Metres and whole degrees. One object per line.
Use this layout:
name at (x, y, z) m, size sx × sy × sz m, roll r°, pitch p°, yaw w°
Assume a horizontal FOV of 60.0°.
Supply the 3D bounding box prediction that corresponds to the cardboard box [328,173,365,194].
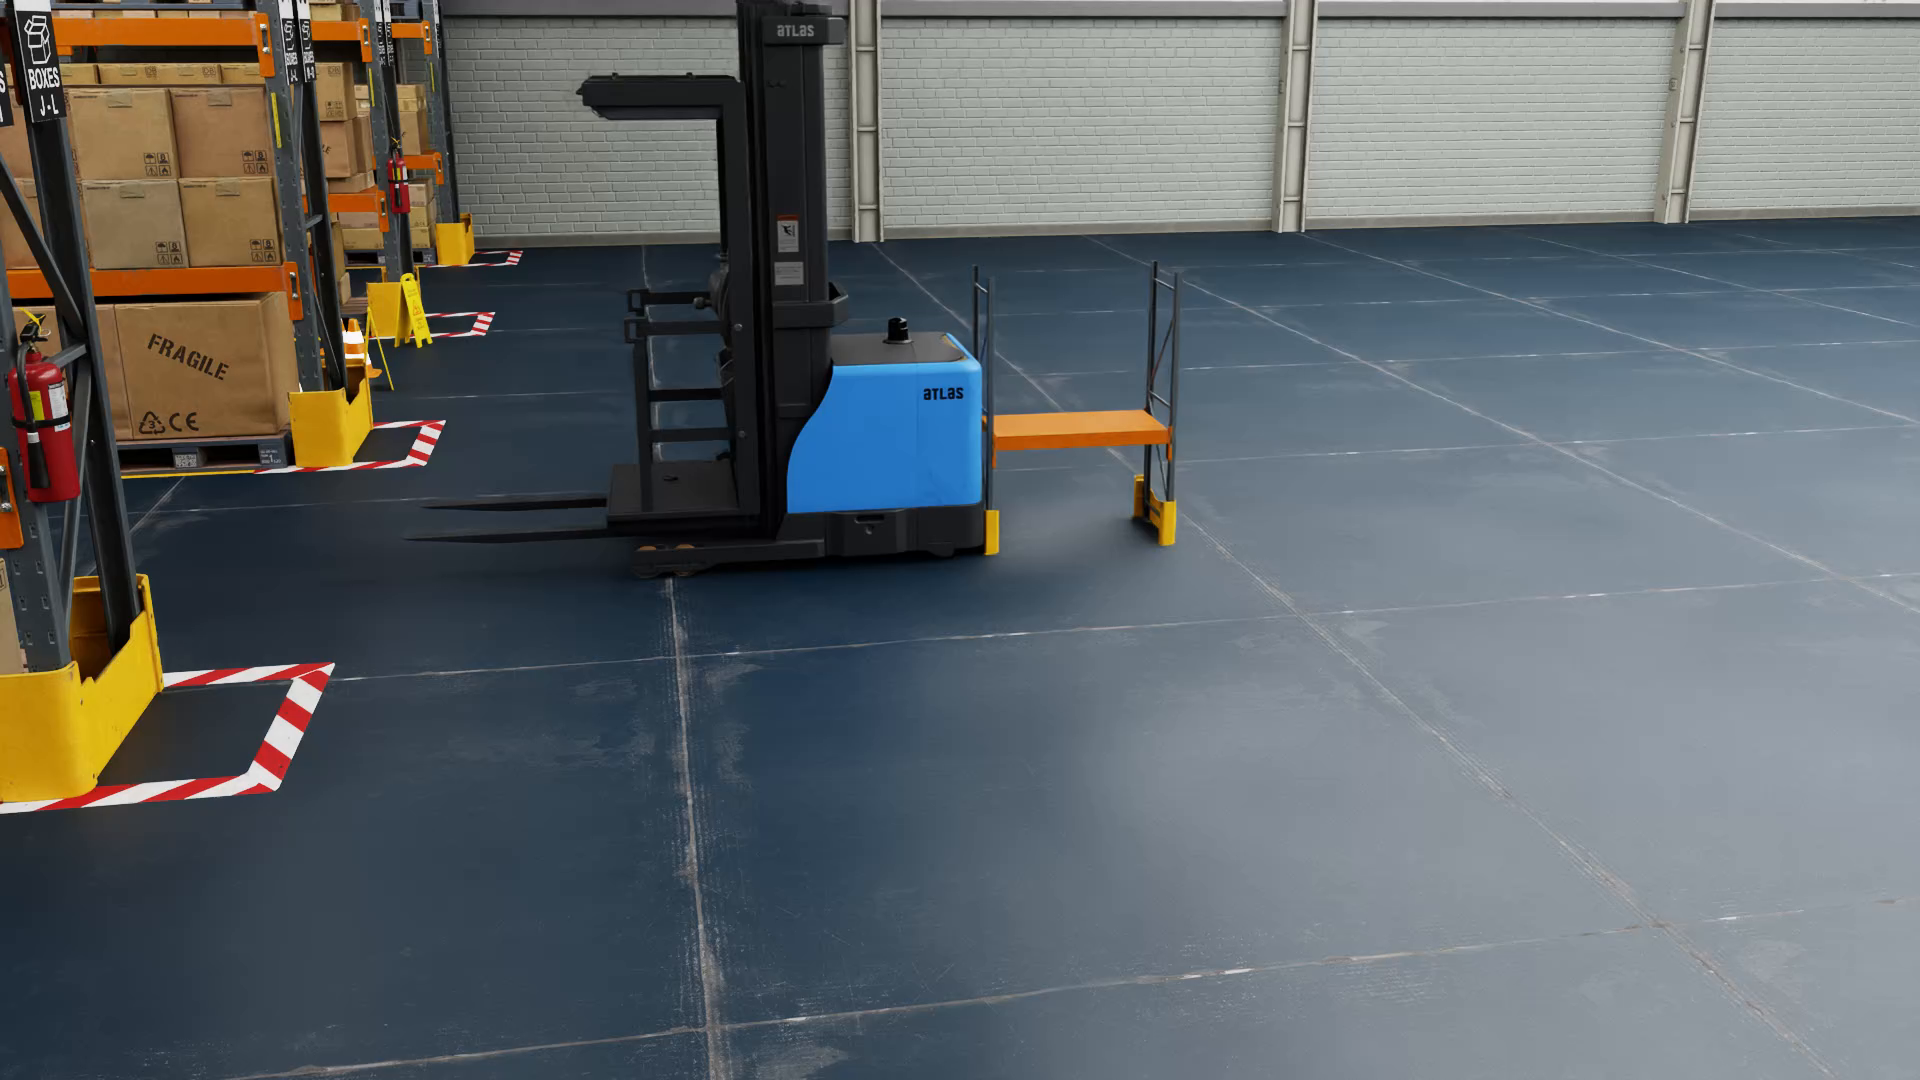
cardboard box at (-5.664, -3.294, 15.355) m, size 0.250 × 0.149 × 0.380 m, roll -3°, pitch 17°, yaw -9°

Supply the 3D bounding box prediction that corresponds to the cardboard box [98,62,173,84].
cardboard box at (-7.293, -4.001, 14.850) m, size 0.500 × 0.500 × 0.700 m, roll -3°, pitch 17°, yaw -11°

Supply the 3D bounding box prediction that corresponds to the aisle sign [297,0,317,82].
aisle sign at (-4.286, -3.408, 10.872) m, size 0.004 × 0.787 × 0.394 m, roll -3°, pitch 17°, yaw -10°

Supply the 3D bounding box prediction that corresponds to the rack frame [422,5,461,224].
rack frame at (-6.283, -4.927, 20.245) m, size 0.127 × 3.000 × 1.000 m, roll -3°, pitch 17°, yaw -10°

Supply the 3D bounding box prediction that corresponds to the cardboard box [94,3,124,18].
cardboard box at (-7.395, -4.620, 14.564) m, size 0.250 × 0.149 × 0.380 m, roll -3°, pitch 17°, yaw -10°

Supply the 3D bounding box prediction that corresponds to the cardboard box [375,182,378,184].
cardboard box at (-7.176, -4.146, 19.966) m, size 0.500 × 0.250 × 0.500 m, roll -3°, pitch 17°, yaw -9°

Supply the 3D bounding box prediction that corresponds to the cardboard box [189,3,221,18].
cardboard box at (-6.637, -4.659, 14.691) m, size 0.250 × 0.149 × 0.380 m, roll -3°, pitch 17°, yaw -11°

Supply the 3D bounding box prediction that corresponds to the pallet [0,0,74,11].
pallet at (-6.226, -3.353, 10.163) m, size 1.213 × 0.211 × 1.003 m, roll -3°, pitch 17°, yaw -10°

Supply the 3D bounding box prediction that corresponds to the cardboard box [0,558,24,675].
cardboard box at (-4.074, 0.384, 6.493) m, size 0.500 × 0.500 × 0.500 m, roll 0°, pitch 17°, yaw 0°

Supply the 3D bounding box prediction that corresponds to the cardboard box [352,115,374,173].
cardboard box at (-5.855, -3.740, 15.703) m, size 0.500 × 0.500 × 0.500 m, roll -4°, pitch 17°, yaw -11°

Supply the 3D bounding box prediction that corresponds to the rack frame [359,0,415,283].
rack frame at (-5.337, -3.497, 15.587) m, size 0.127 × 3.000 × 1.000 m, roll -3°, pitch 17°, yaw -10°

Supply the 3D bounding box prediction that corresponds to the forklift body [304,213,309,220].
forklift body at (-7.798, -3.890, 18.313) m, size 1.214 × 2.155 × 2.313 m, roll -3°, pitch 17°, yaw -10°

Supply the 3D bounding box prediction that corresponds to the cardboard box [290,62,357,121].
cardboard box at (-5.798, -4.073, 15.084) m, size 0.500 × 0.500 × 0.700 m, roll -4°, pitch 17°, yaw -12°

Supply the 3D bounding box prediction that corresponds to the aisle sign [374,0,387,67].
aisle sign at (-5.222, -4.659, 14.944) m, size 0.004 × 0.787 × 0.394 m, roll -3°, pitch 17°, yaw -10°

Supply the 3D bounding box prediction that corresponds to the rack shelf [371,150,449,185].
rack shelf at (-8.246, -4.472, 19.988) m, size 4.000 × 0.370 × 1.077 m, roll -3°, pitch 17°, yaw -10°

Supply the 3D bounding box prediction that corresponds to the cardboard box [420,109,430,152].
cardboard box at (-6.822, -5.027, 20.401) m, size 0.500 × 0.500 × 0.500 m, roll -3°, pitch 17°, yaw -9°

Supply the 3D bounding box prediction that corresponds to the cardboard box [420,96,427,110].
cardboard box at (-6.665, -5.341, 20.317) m, size 0.250 × 0.149 × 0.380 m, roll -4°, pitch 17°, yaw -12°

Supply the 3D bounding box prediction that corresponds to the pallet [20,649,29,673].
pallet at (-4.336, 0.733, 6.567) m, size 1.213 × 0.211 × 1.003 m, roll -3°, pitch 17°, yaw -10°

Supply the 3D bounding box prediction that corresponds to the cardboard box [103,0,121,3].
cardboard box at (-7.287, -4.808, 14.497) m, size 0.500 × 0.250 × 0.500 m, roll -3°, pitch 17°, yaw -10°

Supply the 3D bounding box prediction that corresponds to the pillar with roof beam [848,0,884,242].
pillar with roof beam at (-0.430, -7.109, 17.131) m, size 0.400 × 9.000 × 9.100 m, roll -3°, pitch 17°, yaw -10°

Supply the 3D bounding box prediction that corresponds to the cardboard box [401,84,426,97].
cardboard box at (-6.653, -5.470, 20.231) m, size 0.250 × 0.149 × 0.380 m, roll -4°, pitch 17°, yaw -12°

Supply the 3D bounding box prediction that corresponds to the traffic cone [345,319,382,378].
traffic cone at (-4.970, -1.587, 13.690) m, size 0.334 × 0.463 × 0.336 m, roll -3°, pitch 17°, yaw -10°

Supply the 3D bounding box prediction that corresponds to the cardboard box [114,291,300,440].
cardboard box at (-4.952, -1.203, 11.025) m, size 0.875 × 0.875 × 0.875 m, roll -3°, pitch 17°, yaw -10°

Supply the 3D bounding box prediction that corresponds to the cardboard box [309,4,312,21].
cardboard box at (-5.873, -4.687, 14.780) m, size 0.250 × 0.149 × 0.380 m, roll -3°, pitch 17°, yaw -10°

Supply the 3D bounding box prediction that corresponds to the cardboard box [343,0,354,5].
cardboard box at (-5.882, -5.050, 15.284) m, size 0.500 × 0.250 × 0.500 m, roll -4°, pitch 17°, yaw -11°

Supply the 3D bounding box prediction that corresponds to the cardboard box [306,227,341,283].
cardboard box at (-6.075, -2.622, 15.429) m, size 0.500 × 0.500 × 0.500 m, roll -3°, pitch 17°, yaw -10°

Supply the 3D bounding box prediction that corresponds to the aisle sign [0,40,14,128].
aisle sign at (-3.340, -1.799, 5.634) m, size 0.004 × 0.787 × 0.394 m, roll -3°, pitch 17°, yaw -10°

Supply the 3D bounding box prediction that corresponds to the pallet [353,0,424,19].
pallet at (-6.982, -6.287, 19.714) m, size 1.213 × 0.211 × 1.003 m, roll -3°, pitch 17°, yaw -10°

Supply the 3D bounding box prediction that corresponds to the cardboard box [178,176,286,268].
cardboard box at (-4.655, -2.113, 10.827) m, size 0.550 × 0.550 × 0.875 m, roll -3°, pitch 17°, yaw -10°

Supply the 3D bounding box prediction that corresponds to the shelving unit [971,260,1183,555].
shelving unit at (0.614, -0.746, 9.187) m, size 1.083 × 1.500 × 0.587 m, roll -3°, pitch 17°, yaw -10°

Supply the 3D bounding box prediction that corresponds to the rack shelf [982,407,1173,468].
rack shelf at (0.622, -0.575, 9.241) m, size 1.000 × 0.185 × 0.538 m, roll -3°, pitch 17°, yaw -10°

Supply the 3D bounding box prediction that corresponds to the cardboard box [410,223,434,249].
cardboard box at (-6.684, -3.696, 20.205) m, size 0.500 × 0.250 × 0.500 m, roll -3°, pitch 17°, yaw -10°

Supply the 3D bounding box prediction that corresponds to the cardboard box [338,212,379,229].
cardboard box at (-7.196, -3.910, 20.051) m, size 0.500 × 0.250 × 0.500 m, roll -3°, pitch 17°, yaw -11°

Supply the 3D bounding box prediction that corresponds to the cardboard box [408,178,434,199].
cardboard box at (-6.790, -4.319, 20.531) m, size 0.500 × 0.250 × 0.500 m, roll -4°, pitch 17°, yaw -11°

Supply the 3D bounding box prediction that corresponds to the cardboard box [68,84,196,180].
cardboard box at (-5.193, -2.596, 10.561) m, size 0.550 × 0.550 × 0.875 m, roll -3°, pitch 17°, yaw -10°

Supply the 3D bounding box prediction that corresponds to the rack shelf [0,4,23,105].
rack shelf at (-5.421, -1.618, 5.588) m, size 4.000 × 0.370 × 1.077 m, roll -3°, pitch 17°, yaw -10°

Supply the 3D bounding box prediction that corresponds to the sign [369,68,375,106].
sign at (-5.252, -4.040, 14.846) m, size 0.005 × 0.325 × 0.100 m, roll -3°, pitch 17°, yaw -10°

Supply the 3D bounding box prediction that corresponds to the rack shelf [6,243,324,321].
rack shelf at (-6.263, -1.620, 10.702) m, size 4.000 × 0.370 × 1.077 m, roll -3°, pitch 17°, yaw -10°

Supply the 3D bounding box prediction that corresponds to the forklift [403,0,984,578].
forklift at (-1.438, -1.368, 8.775) m, size 3.031 × 2.935 × 1.130 m, roll -3°, pitch 17°, yaw -10°

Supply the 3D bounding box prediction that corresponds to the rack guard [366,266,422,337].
rack guard at (-5.412, -2.297, 15.940) m, size 0.348 × 0.500 × 1.175 m, roll -3°, pitch 17°, yaw -10°
